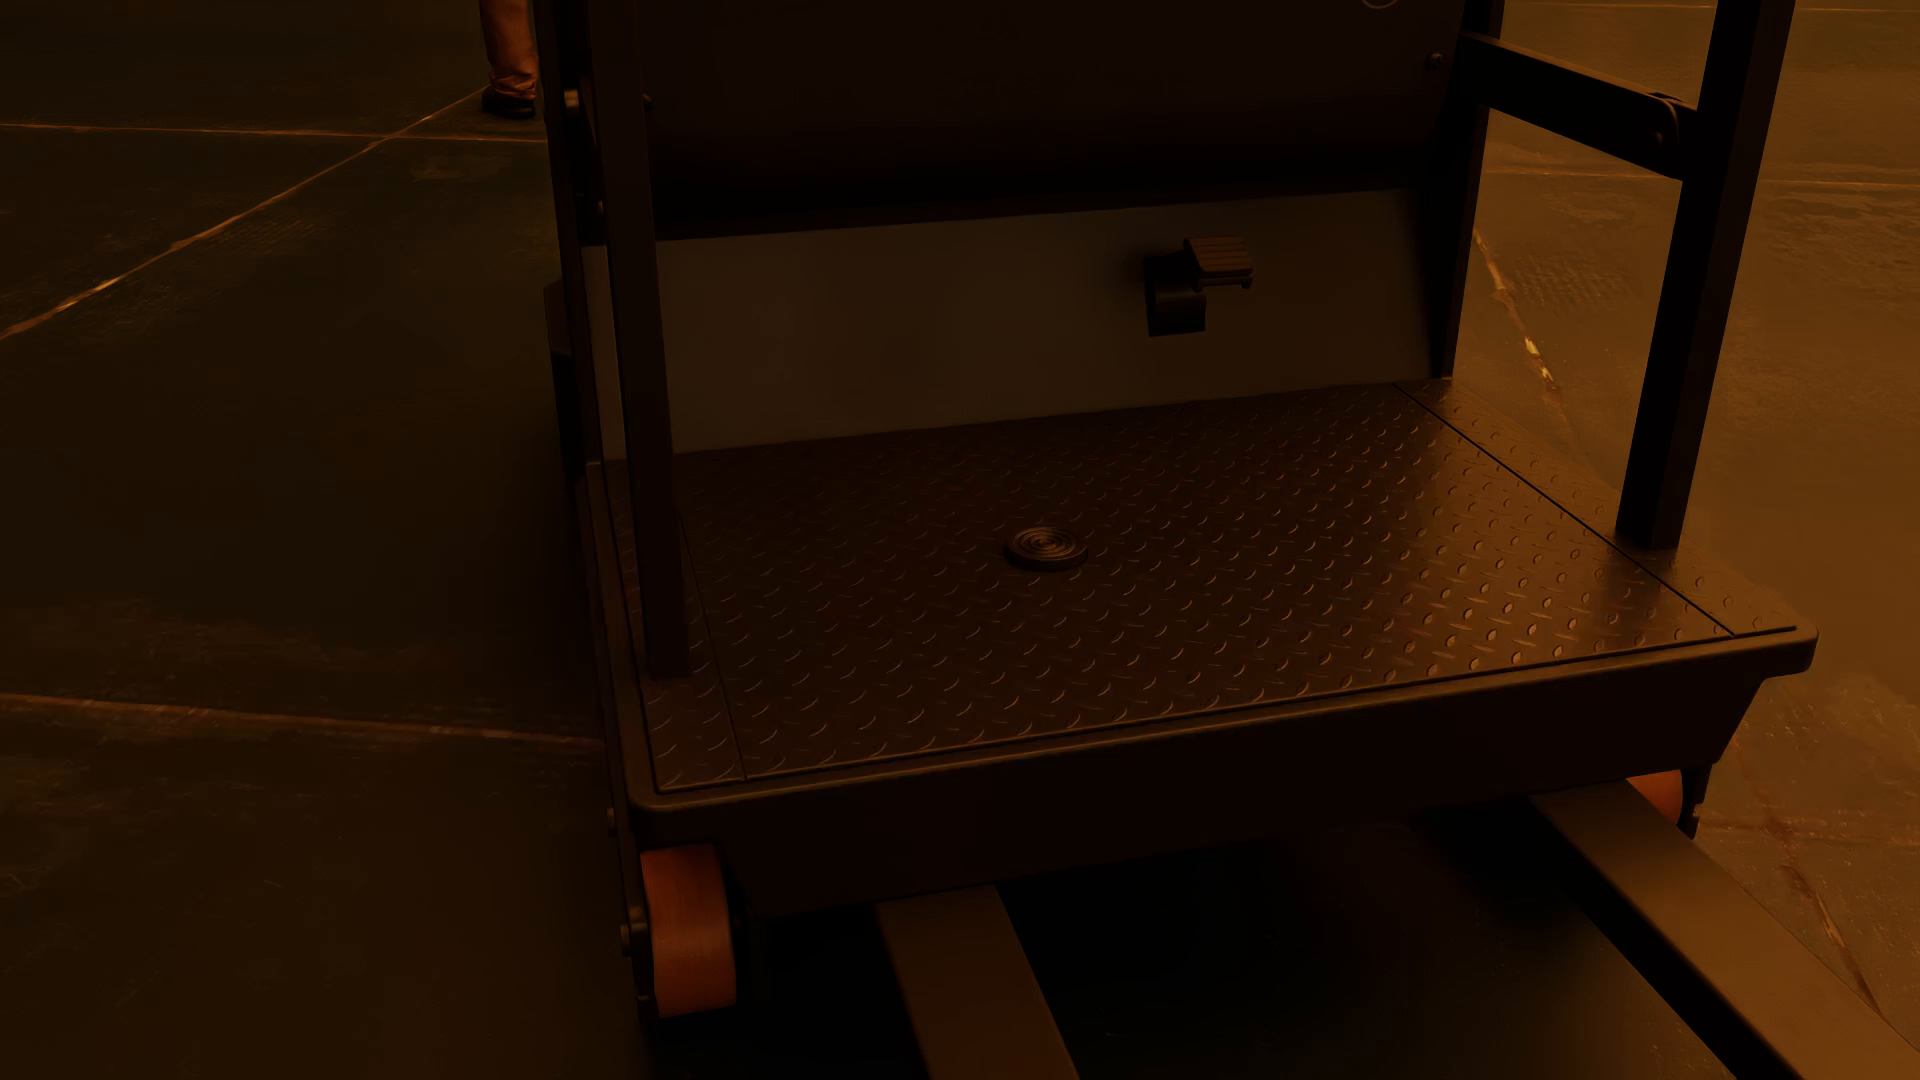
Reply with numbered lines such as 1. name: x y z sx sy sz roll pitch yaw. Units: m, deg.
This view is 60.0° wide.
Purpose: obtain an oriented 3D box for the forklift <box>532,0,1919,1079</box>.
1. forklift: 0.153 -1.049 1.319 1.130 2.935 3.031 -7 27 -13

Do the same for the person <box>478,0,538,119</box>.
1. person: -1.272 -2.107 4.798 0.584 1.719 0.427 -11 29 -22
